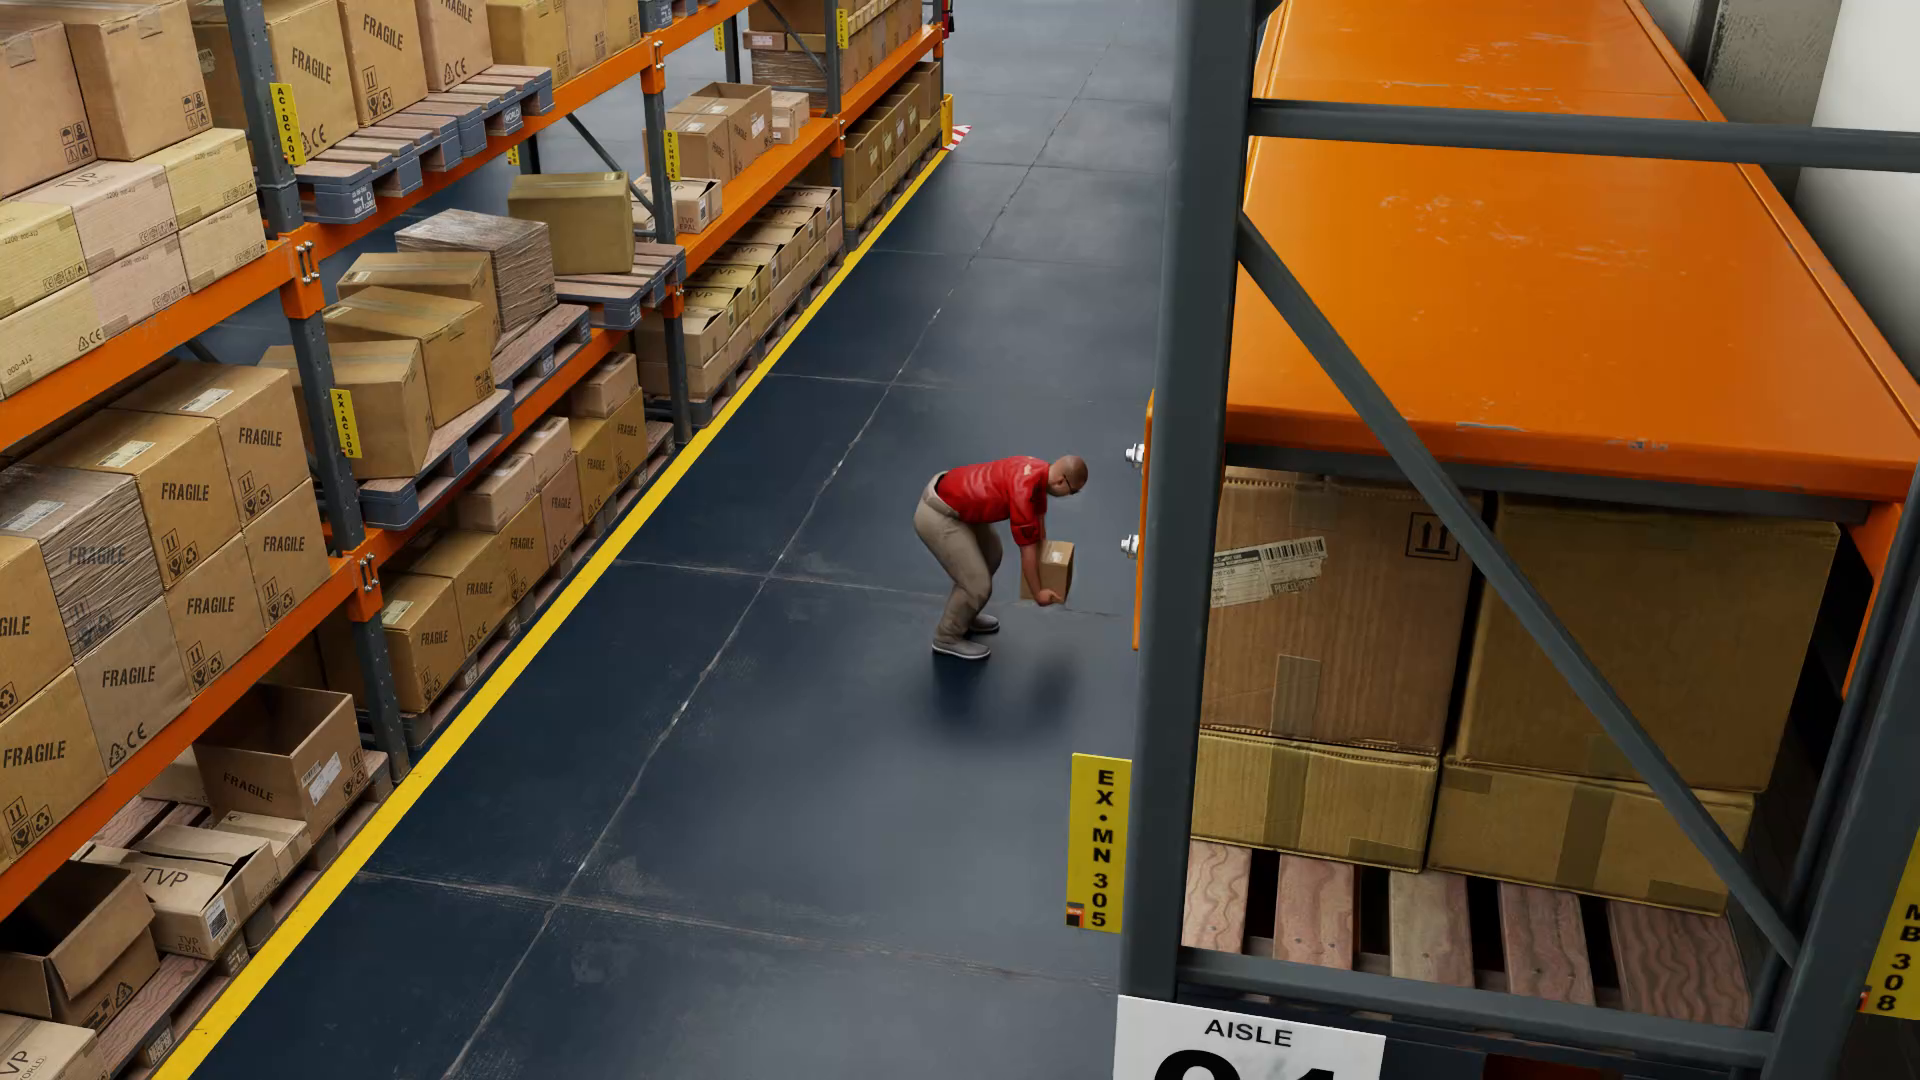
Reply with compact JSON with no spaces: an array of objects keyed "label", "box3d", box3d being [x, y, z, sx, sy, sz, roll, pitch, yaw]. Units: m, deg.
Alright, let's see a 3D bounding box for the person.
[{"label":"person","box3d":[0.221,0.061,9.095,0.927,1.187,0.515,5,29,9]}]
